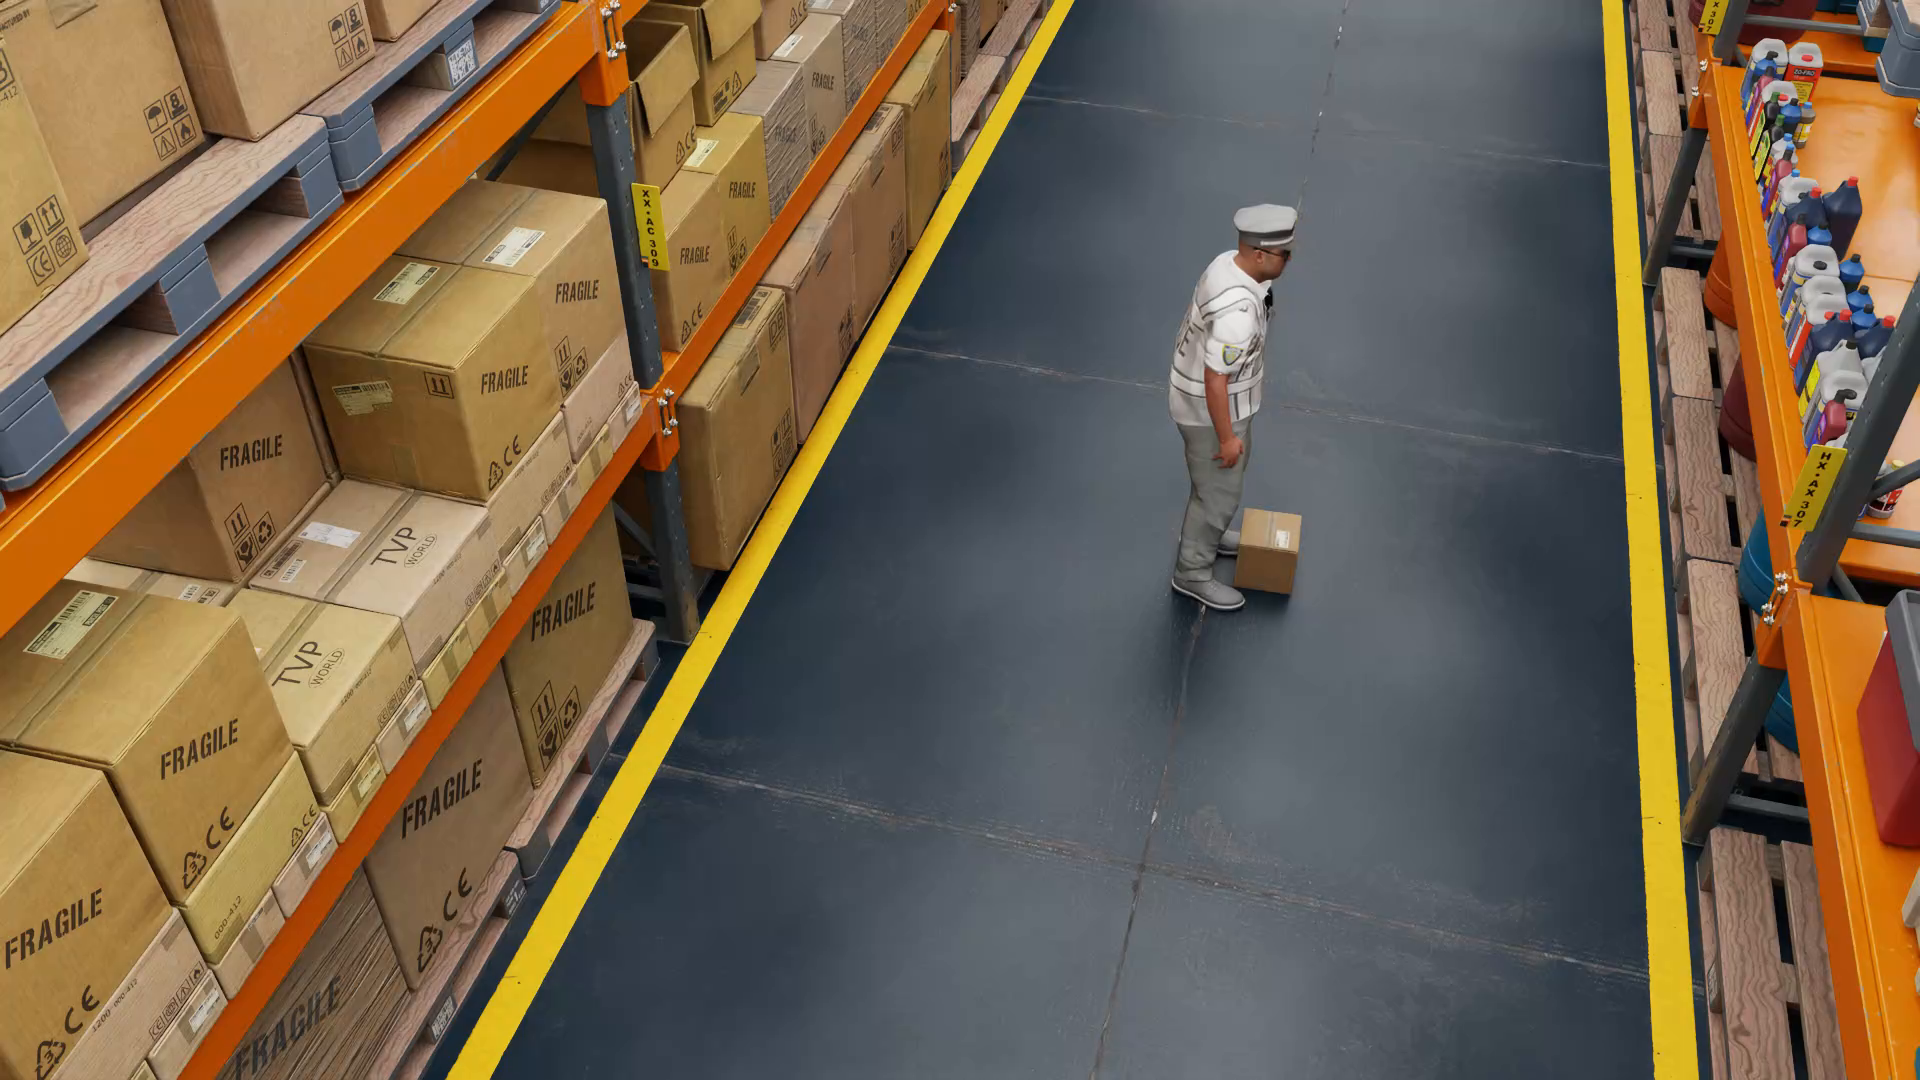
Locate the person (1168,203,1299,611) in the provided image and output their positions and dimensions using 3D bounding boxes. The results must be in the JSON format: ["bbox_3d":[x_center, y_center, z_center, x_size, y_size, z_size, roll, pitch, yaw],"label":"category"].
[{"bbox_3d":[1.068,-0.561,6.803,0.437,1.747,0.603,8,41,9],"label":"person"}]
